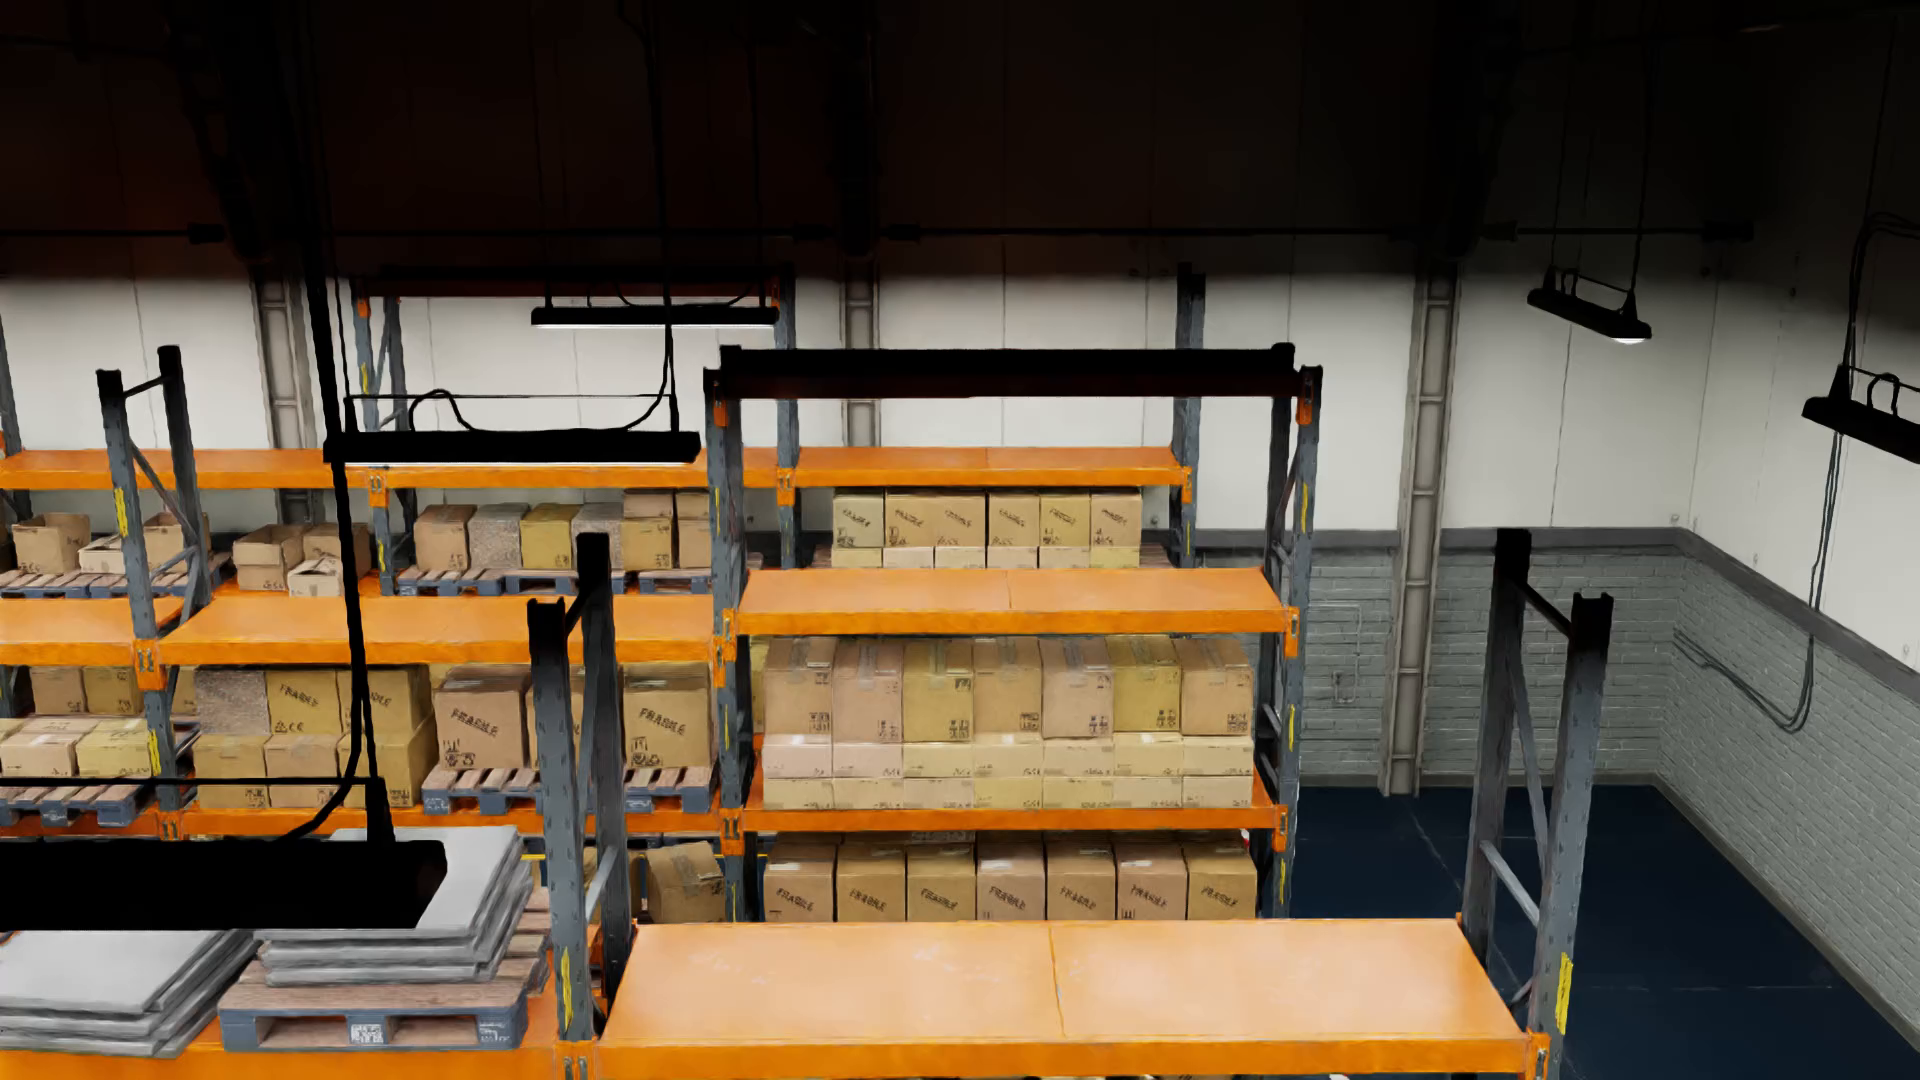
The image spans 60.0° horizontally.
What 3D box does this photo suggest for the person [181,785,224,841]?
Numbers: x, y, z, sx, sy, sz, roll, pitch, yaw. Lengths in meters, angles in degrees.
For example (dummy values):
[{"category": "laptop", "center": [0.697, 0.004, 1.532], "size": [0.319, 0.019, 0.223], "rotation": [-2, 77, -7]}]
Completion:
[{"category": "person", "center": [-7.237, 2.709, 16.157], "size": [0.697, 1.749, 0.700], "rotation": [-3, 16, -9]}]
